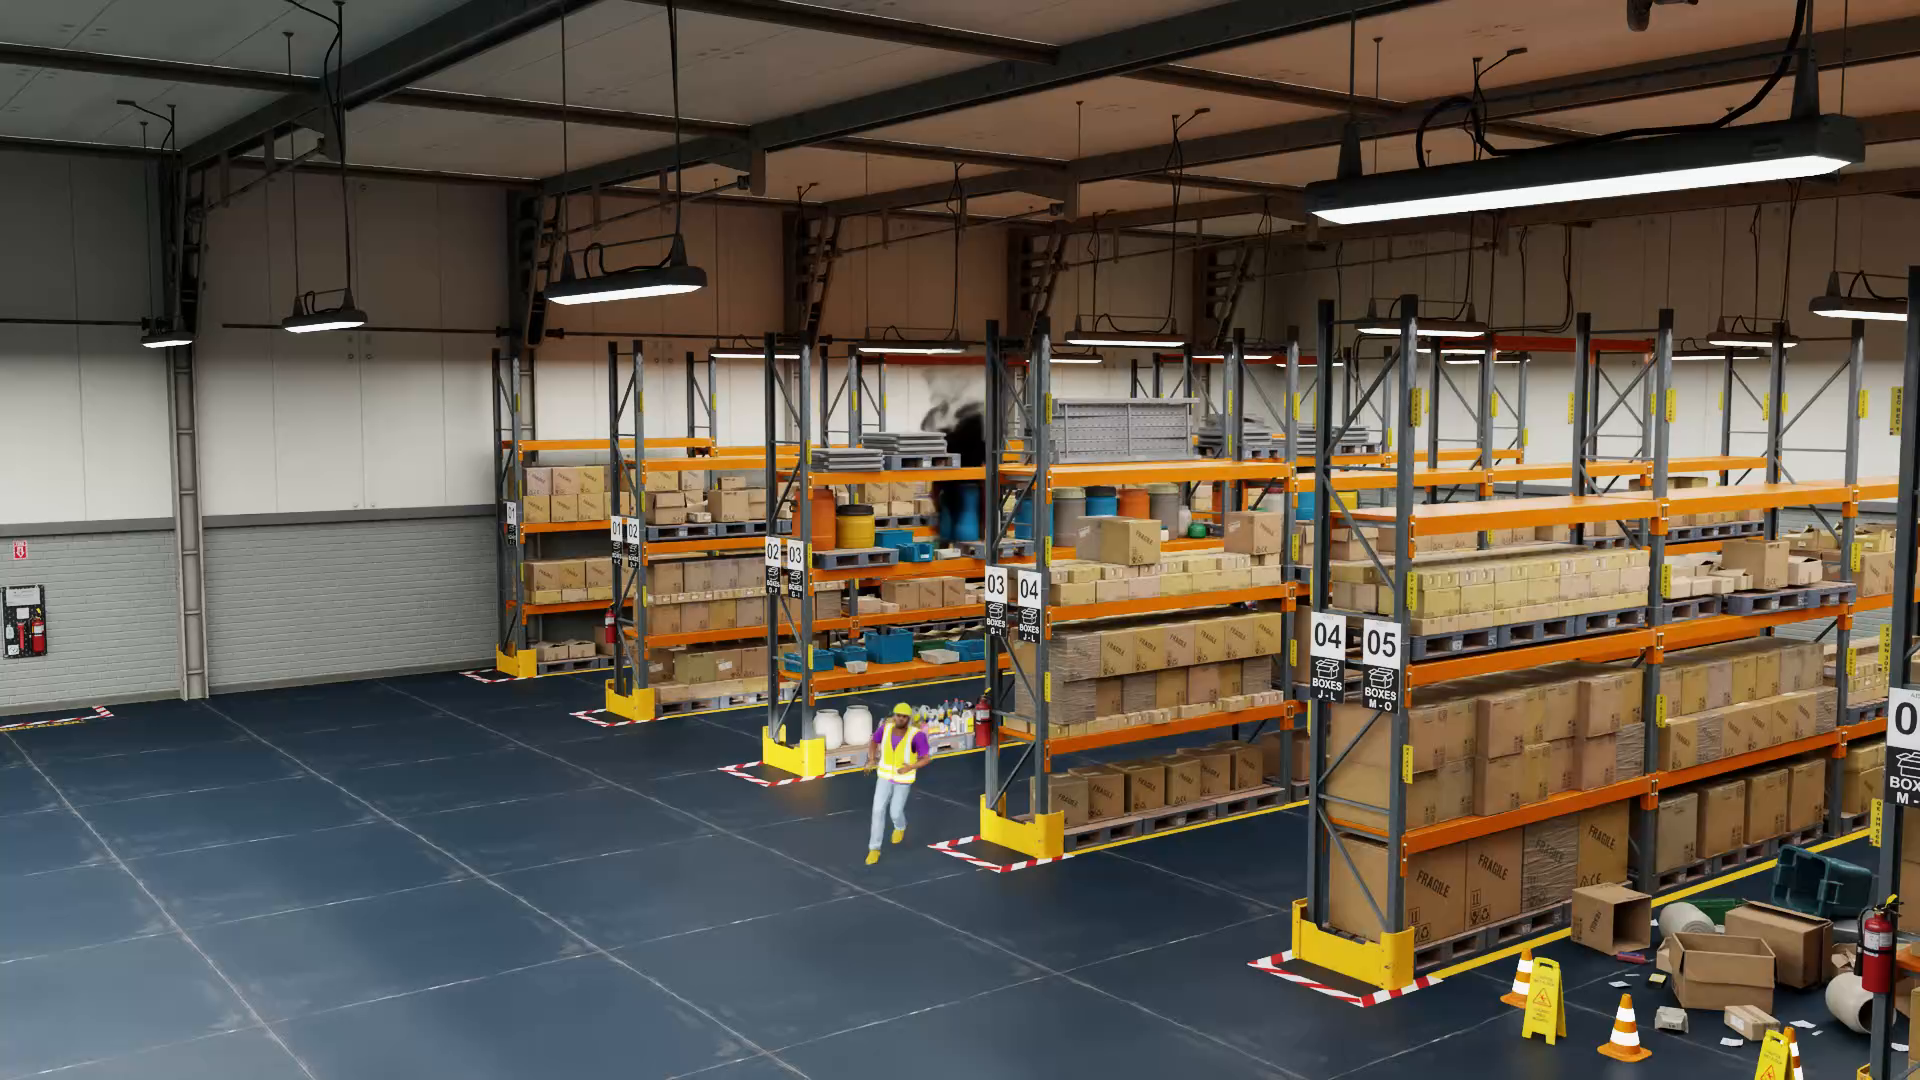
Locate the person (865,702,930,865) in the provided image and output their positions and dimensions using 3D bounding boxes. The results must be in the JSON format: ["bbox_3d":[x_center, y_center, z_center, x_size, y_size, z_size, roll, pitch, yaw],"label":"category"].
[{"bbox_3d":[-0.697,2.670,18.584,0.735,1.749,0.931,1,5,14],"label":"person"}]

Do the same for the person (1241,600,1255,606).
[{"bbox_3d":[5.584,1.531,32.184,0.599,1.628,0.537,4,7,40],"label":"person"}]
